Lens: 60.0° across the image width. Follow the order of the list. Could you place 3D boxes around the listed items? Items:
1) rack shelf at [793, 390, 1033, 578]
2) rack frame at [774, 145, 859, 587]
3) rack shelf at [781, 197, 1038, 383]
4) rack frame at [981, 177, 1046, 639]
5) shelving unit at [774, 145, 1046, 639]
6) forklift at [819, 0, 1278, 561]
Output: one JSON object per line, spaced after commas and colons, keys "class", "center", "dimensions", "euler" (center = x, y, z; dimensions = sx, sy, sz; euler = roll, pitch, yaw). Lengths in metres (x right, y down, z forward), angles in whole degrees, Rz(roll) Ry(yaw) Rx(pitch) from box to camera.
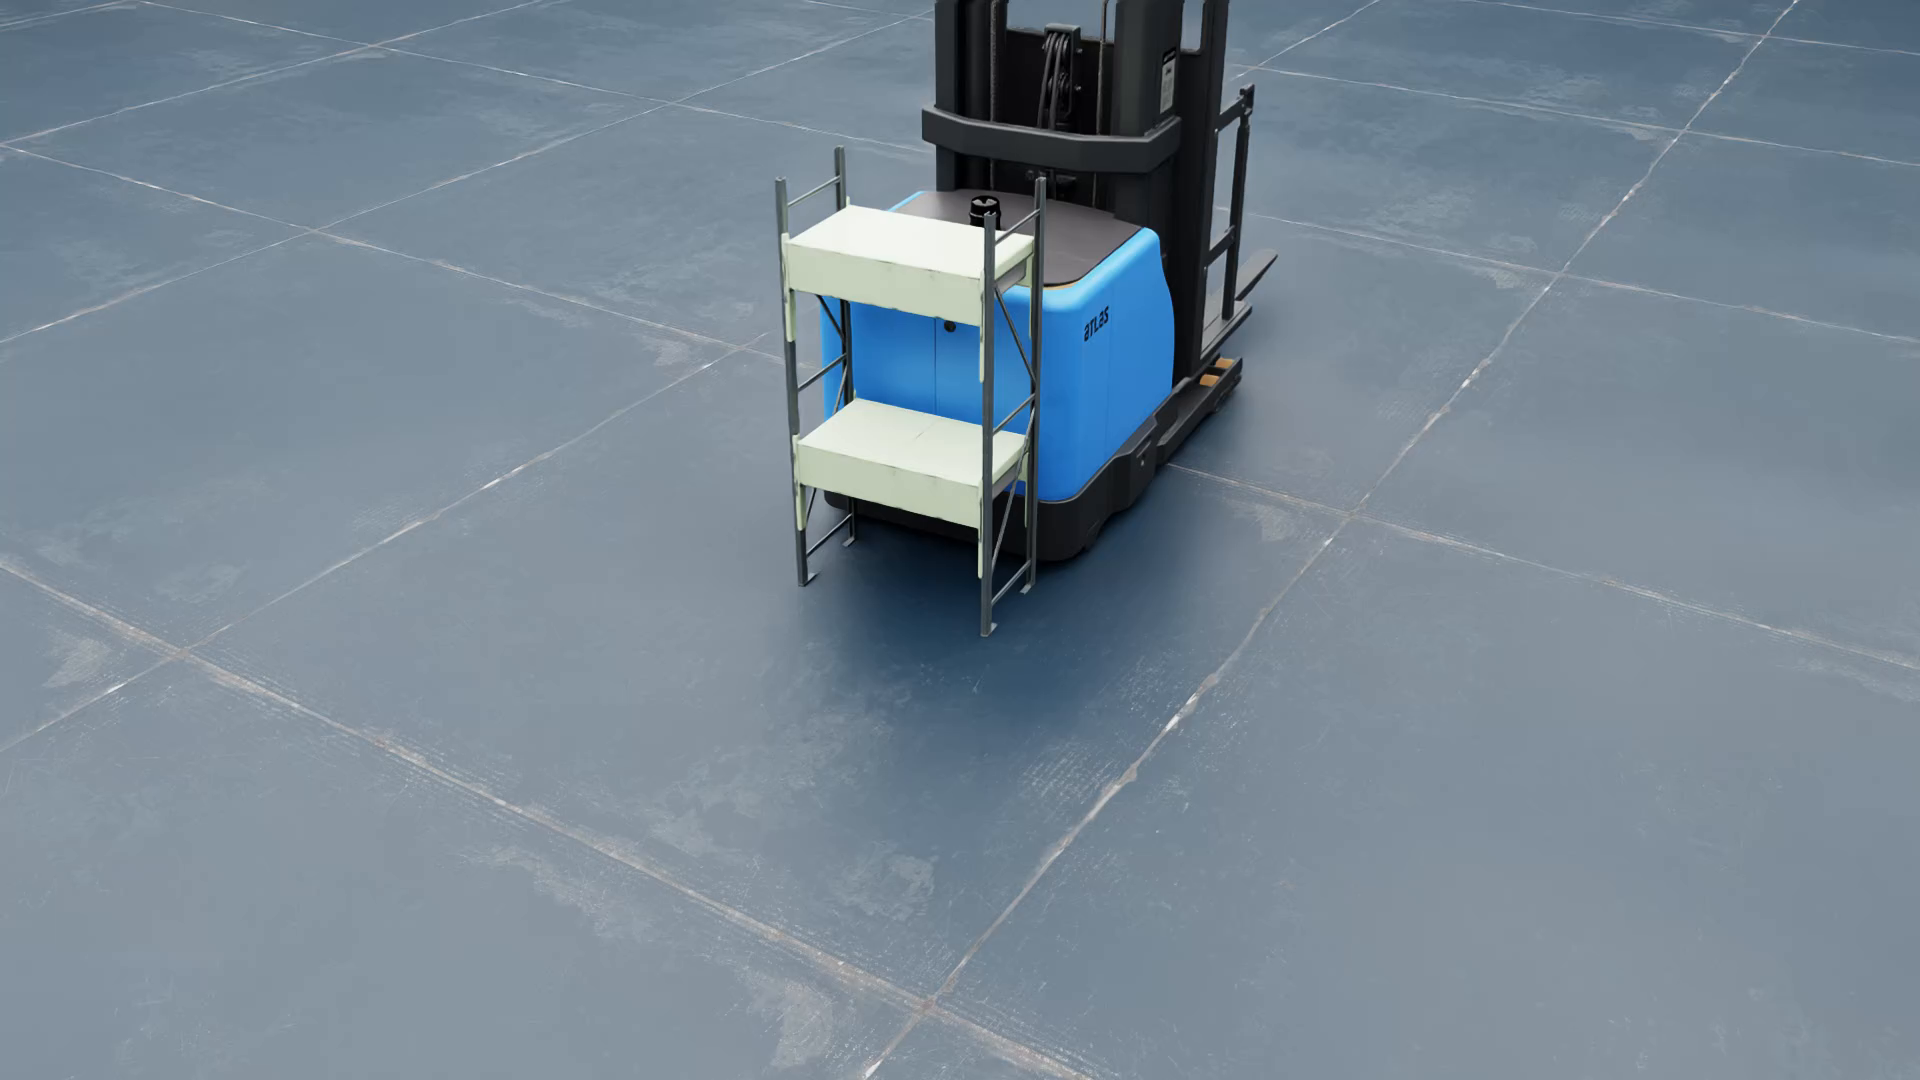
{"class": "rack shelf", "center": [-0.156, -0.205, 5.760], "dimensions": [0.720, 0.370, 0.431], "euler": [14, 33, 23]}
{"class": "rack frame", "center": [-0.482, -0.570, 5.739], "dimensions": [0.023, 1.500, 0.400], "euler": [14, 33, 23]}
{"class": "rack shelf", "center": [-0.156, -0.824, 5.399], "dimensions": [0.720, 0.370, 0.431], "euler": [14, 33, 23]}
{"class": "rack frame", "center": [0.171, -0.403, 5.453], "dimensions": [0.023, 1.500, 0.400], "euler": [14, 33, 23]}
{"class": "shelving unit", "center": [-0.156, -0.487, 5.596], "dimensions": [0.755, 1.500, 0.431], "euler": [14, 33, 23]}
{"class": "forklift", "center": [0.595, -1.908, 6.612], "dimensions": [1.130, 2.935, 3.031], "euler": [14, 33, 23]}
